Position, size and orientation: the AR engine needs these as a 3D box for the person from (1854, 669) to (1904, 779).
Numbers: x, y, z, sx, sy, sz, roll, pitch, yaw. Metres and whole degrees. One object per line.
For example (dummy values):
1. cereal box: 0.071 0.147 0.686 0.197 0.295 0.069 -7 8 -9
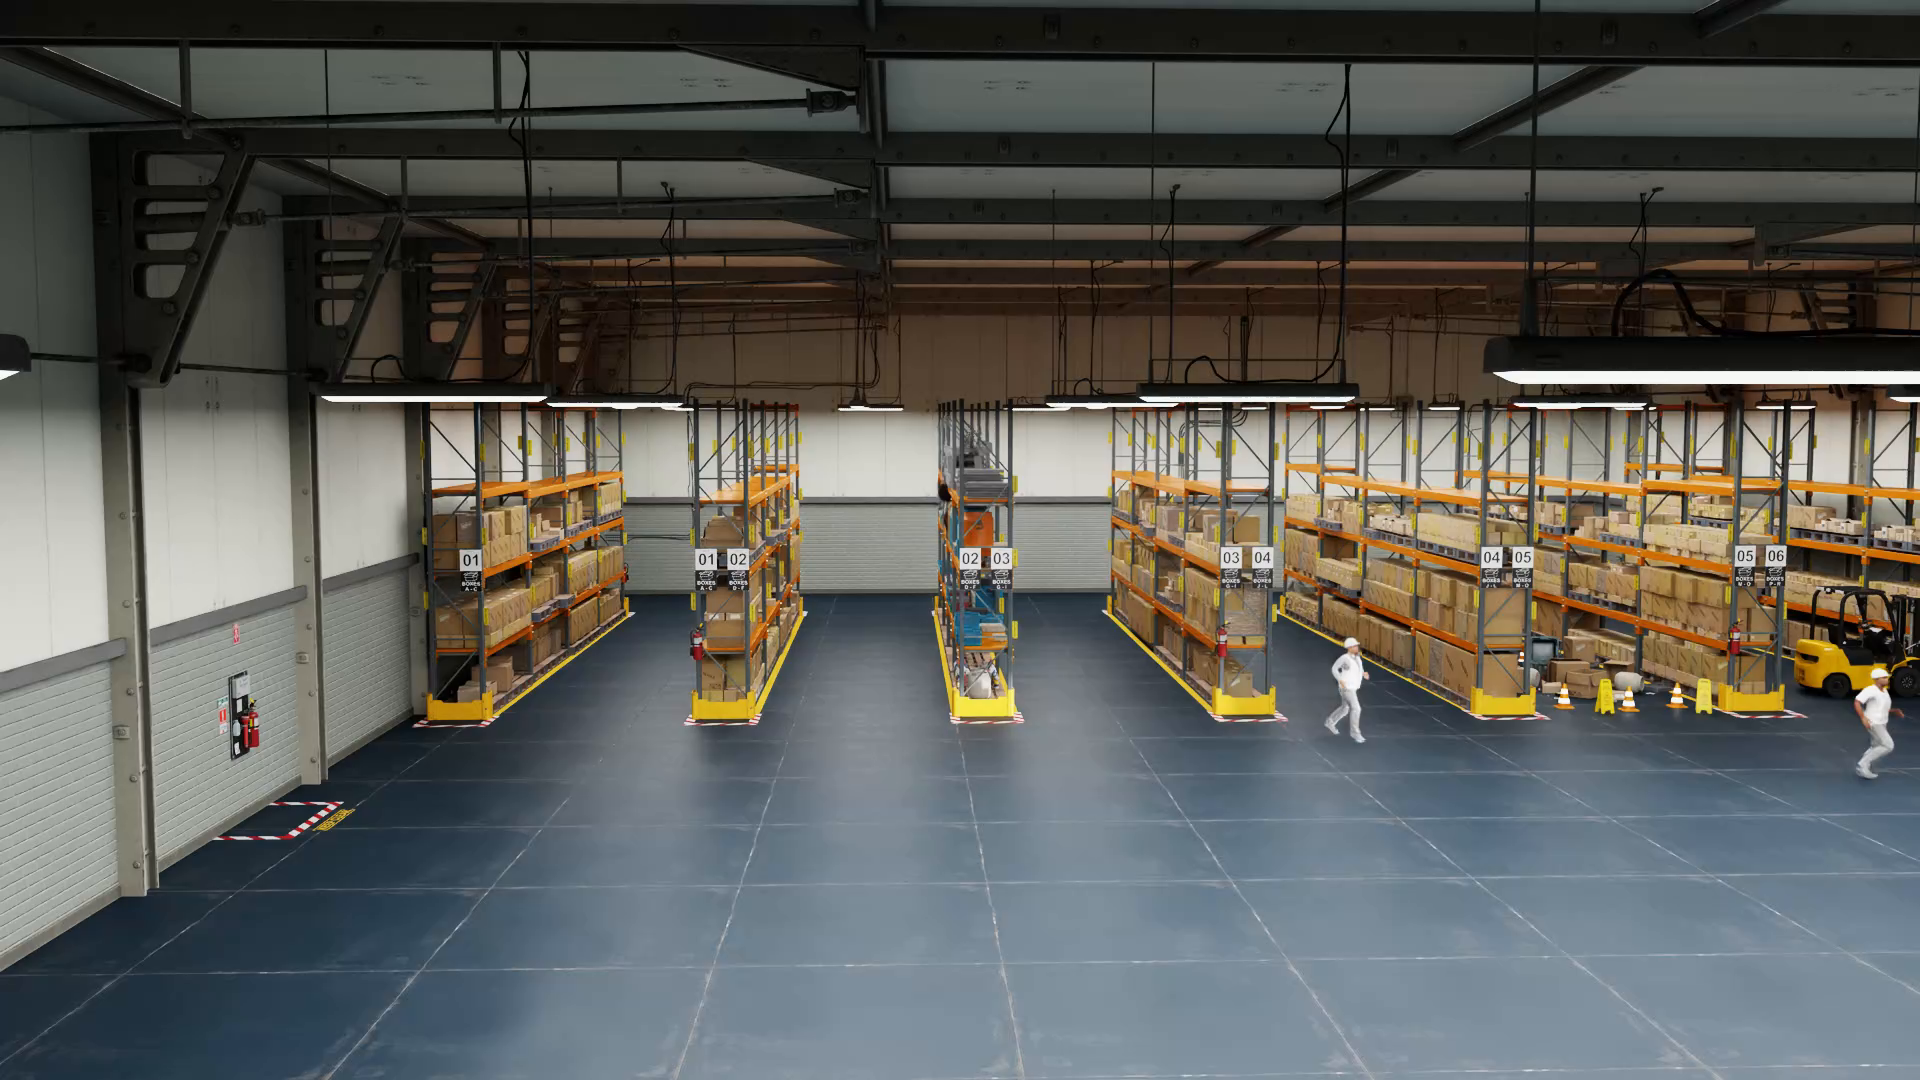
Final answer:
1. person: 14.380 2.873 26.003 0.612 1.733 0.704 4 6 44

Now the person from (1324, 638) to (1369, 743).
1. person: 6.809 2.609 29.265 0.836 1.810 0.656 3 5 36

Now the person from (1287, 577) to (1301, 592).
1. person: 9.876 1.190 48.822 0.580 1.699 0.609 -1 4 -13
